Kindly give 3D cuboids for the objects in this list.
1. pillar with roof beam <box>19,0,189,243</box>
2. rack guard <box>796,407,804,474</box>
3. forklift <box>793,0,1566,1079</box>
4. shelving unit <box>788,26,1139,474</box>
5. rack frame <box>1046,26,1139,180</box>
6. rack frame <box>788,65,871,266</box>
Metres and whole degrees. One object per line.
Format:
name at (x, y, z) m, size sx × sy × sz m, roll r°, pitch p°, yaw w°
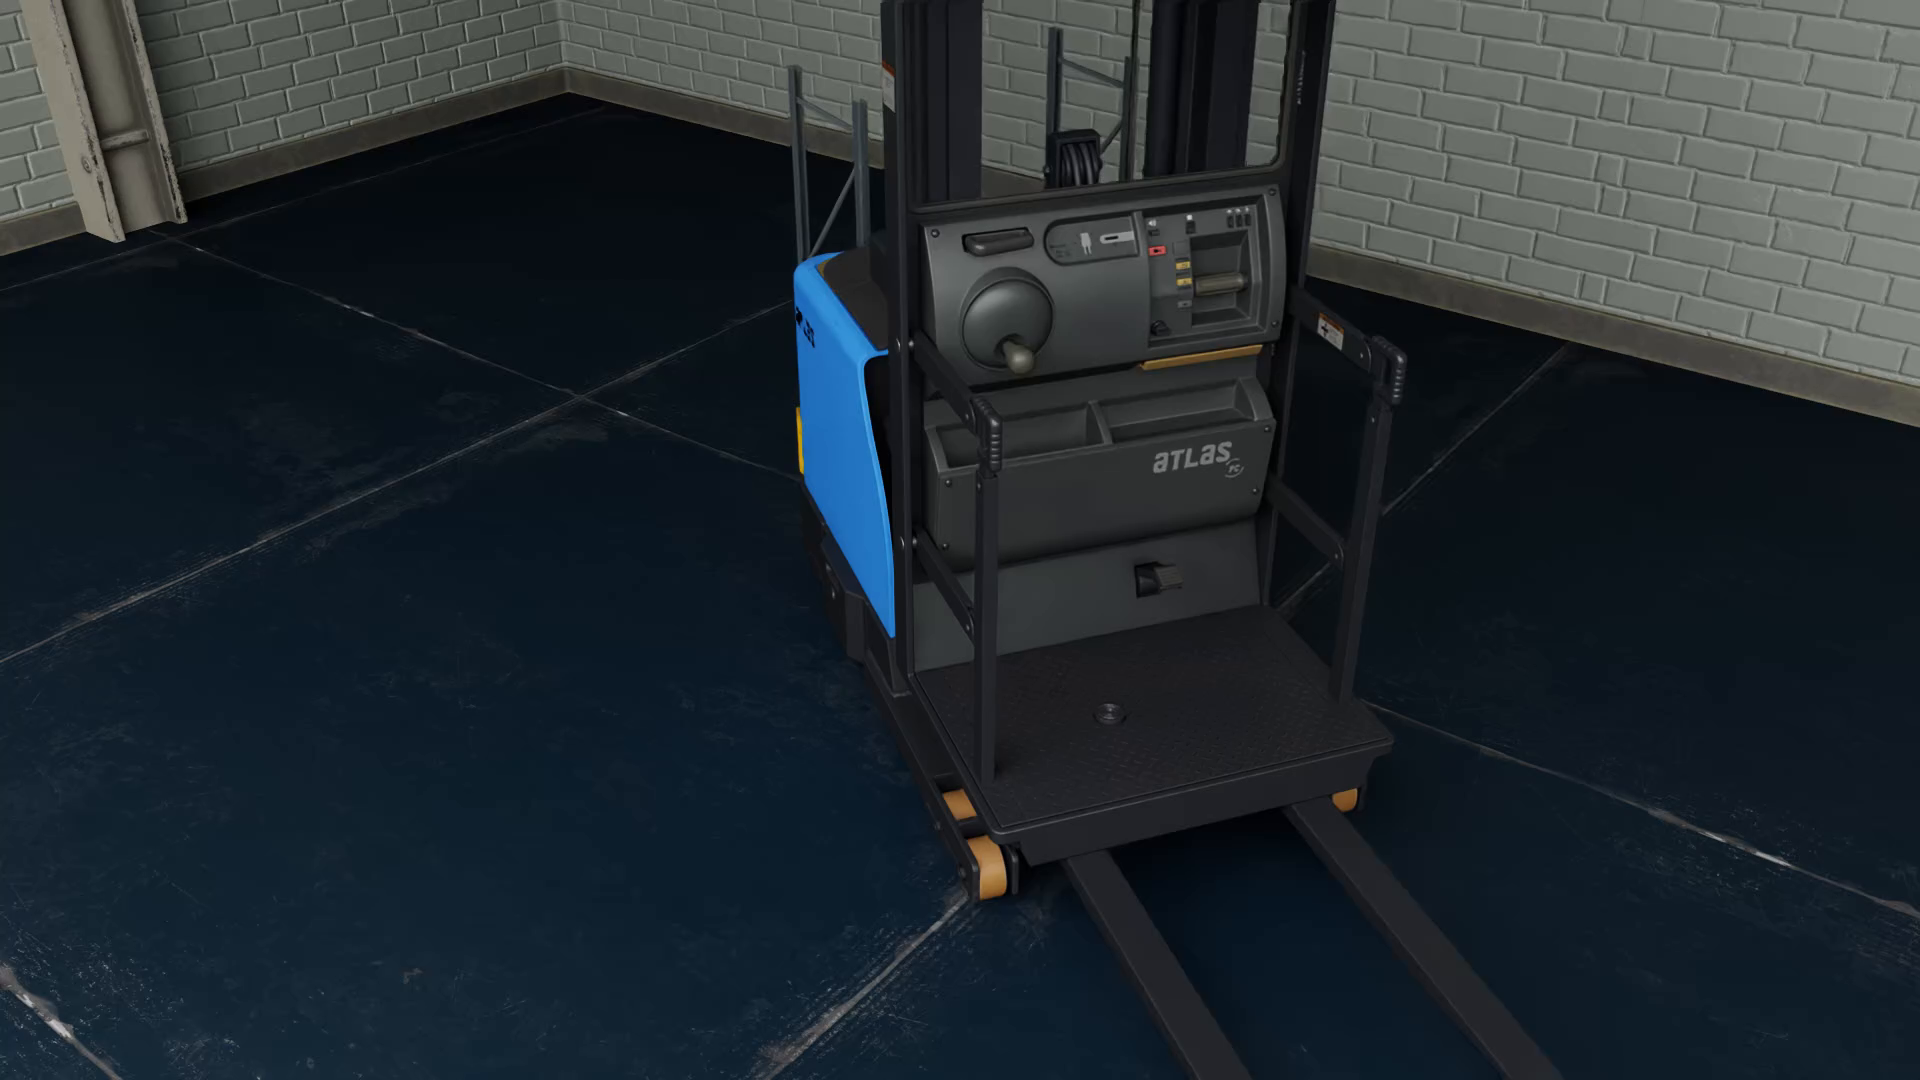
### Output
pillar with roof beam at (-0.750, -4.145, 3.917) m, size 9.100 × 9.000 × 0.400 m, roll 21°, pitch 37°, yaw 31°
rack guard at (-0.421, -0.256, 5.936) m, size 0.087 × 0.250 × 0.587 m, roll -17°, pitch 35°, yaw -26°
forklift at (0.437, -0.584, 3.861) m, size 1.130 × 2.935 × 3.031 m, roll -10°, pitch 32°, yaw -16°
shelving unit at (0.008, -0.923, 5.836) m, size 1.083 × 1.500 × 0.587 m, roll -17°, pitch 35°, yaw -26°
rack frame at (0.453, -1.057, 6.063) m, size 0.032 × 1.500 × 0.500 m, roll -17°, pitch 35°, yaw -26°
rack frame at (-0.422, -0.793, 5.617) m, size 0.032 × 1.500 × 0.500 m, roll -17°, pitch 35°, yaw -26°
